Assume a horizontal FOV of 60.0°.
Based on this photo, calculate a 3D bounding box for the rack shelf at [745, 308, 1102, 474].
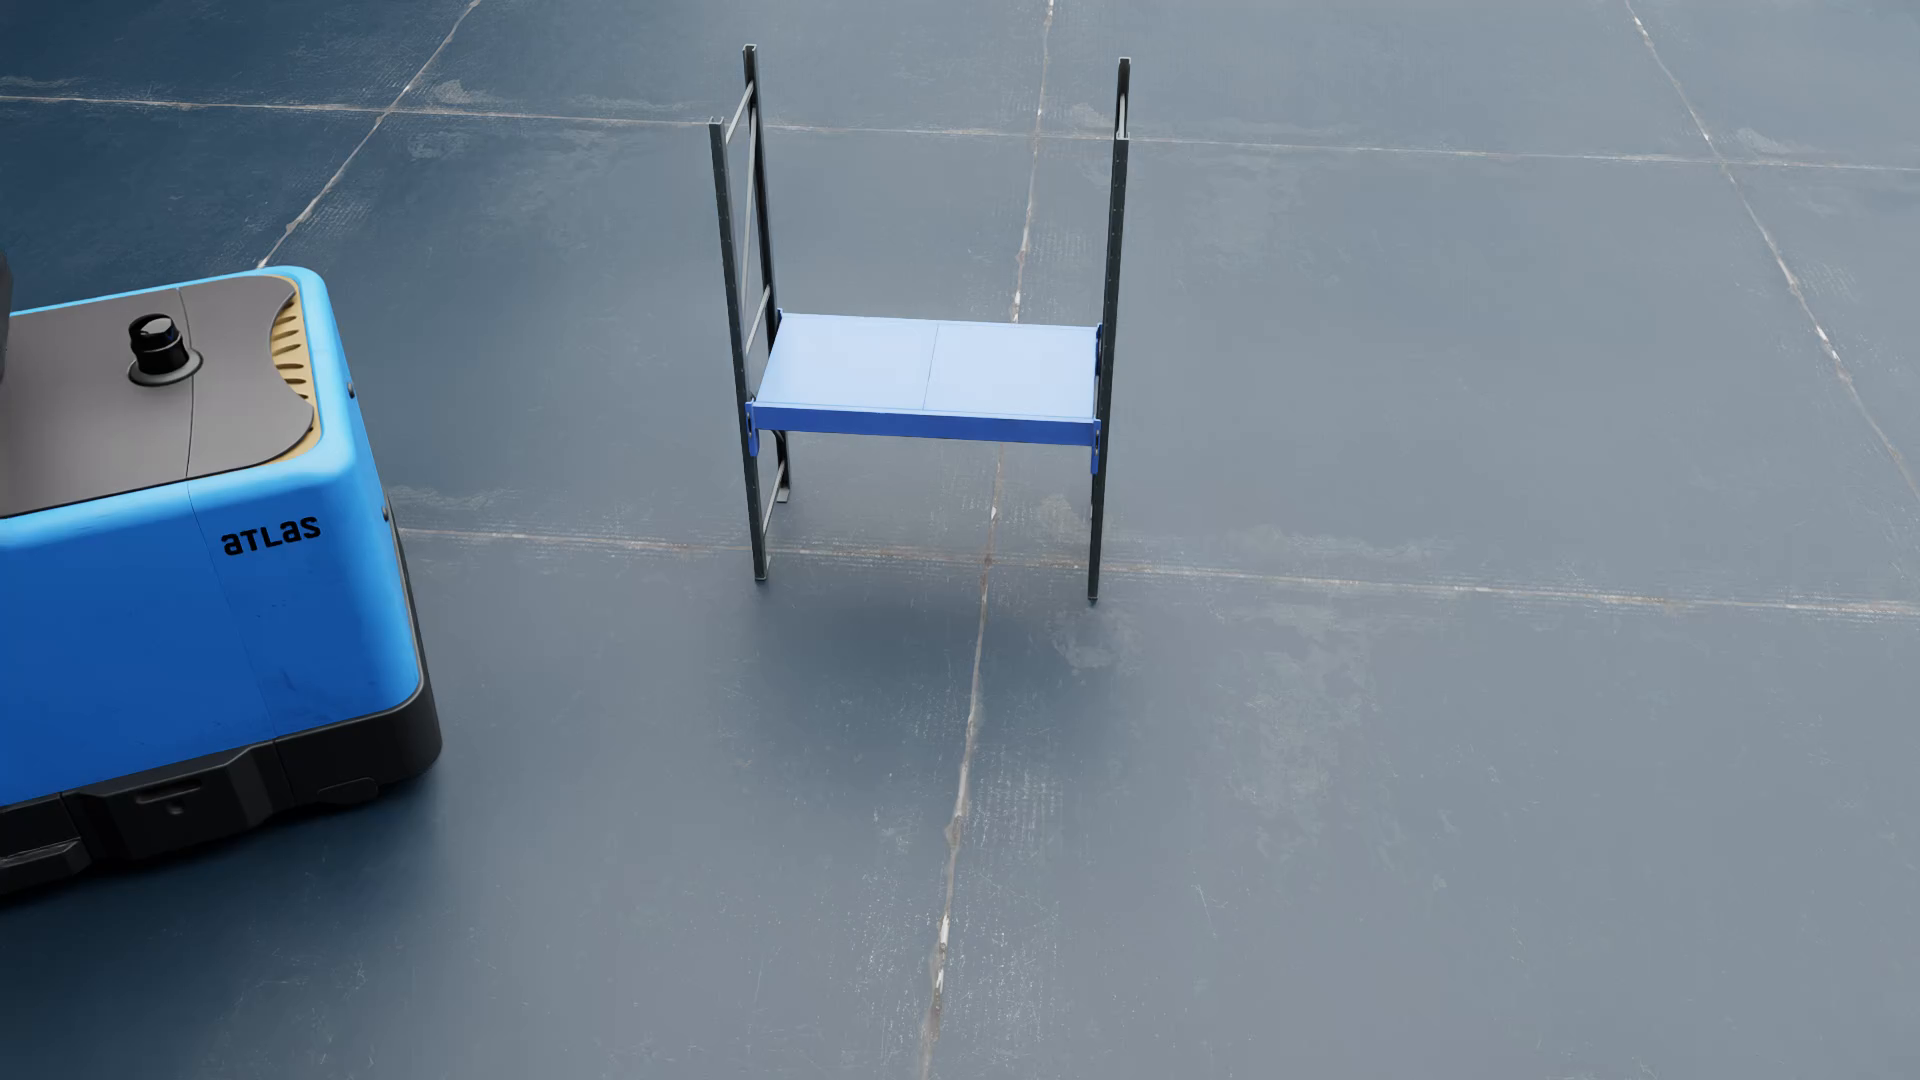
[{"bbox_3d":[-0.085,-0.447,4.896,1.000,0.185,0.538,3,39,4],"label":"rack shelf"}]

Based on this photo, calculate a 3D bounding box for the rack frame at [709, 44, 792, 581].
[{"bbox_3d":[-0.591,-0.614,4.816,0.032,1.500,0.500,3,39,4],"label":"rack frame"}]

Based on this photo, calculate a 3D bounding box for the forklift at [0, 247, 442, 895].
[{"bbox_3d":[-2.957,-0.441,3.469,3.031,2.935,1.130,-14,41,-16],"label":"forklift"}]

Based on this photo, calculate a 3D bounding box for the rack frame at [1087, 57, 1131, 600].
[{"bbox_3d":[0.421,-0.559,4.748,0.032,1.500,0.500,3,39,4],"label":"rack frame"}]

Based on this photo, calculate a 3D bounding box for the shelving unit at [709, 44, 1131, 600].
[{"bbox_3d":[-0.085,-0.586,4.782,1.048,1.500,0.538,3,39,4],"label":"shelving unit"}]
